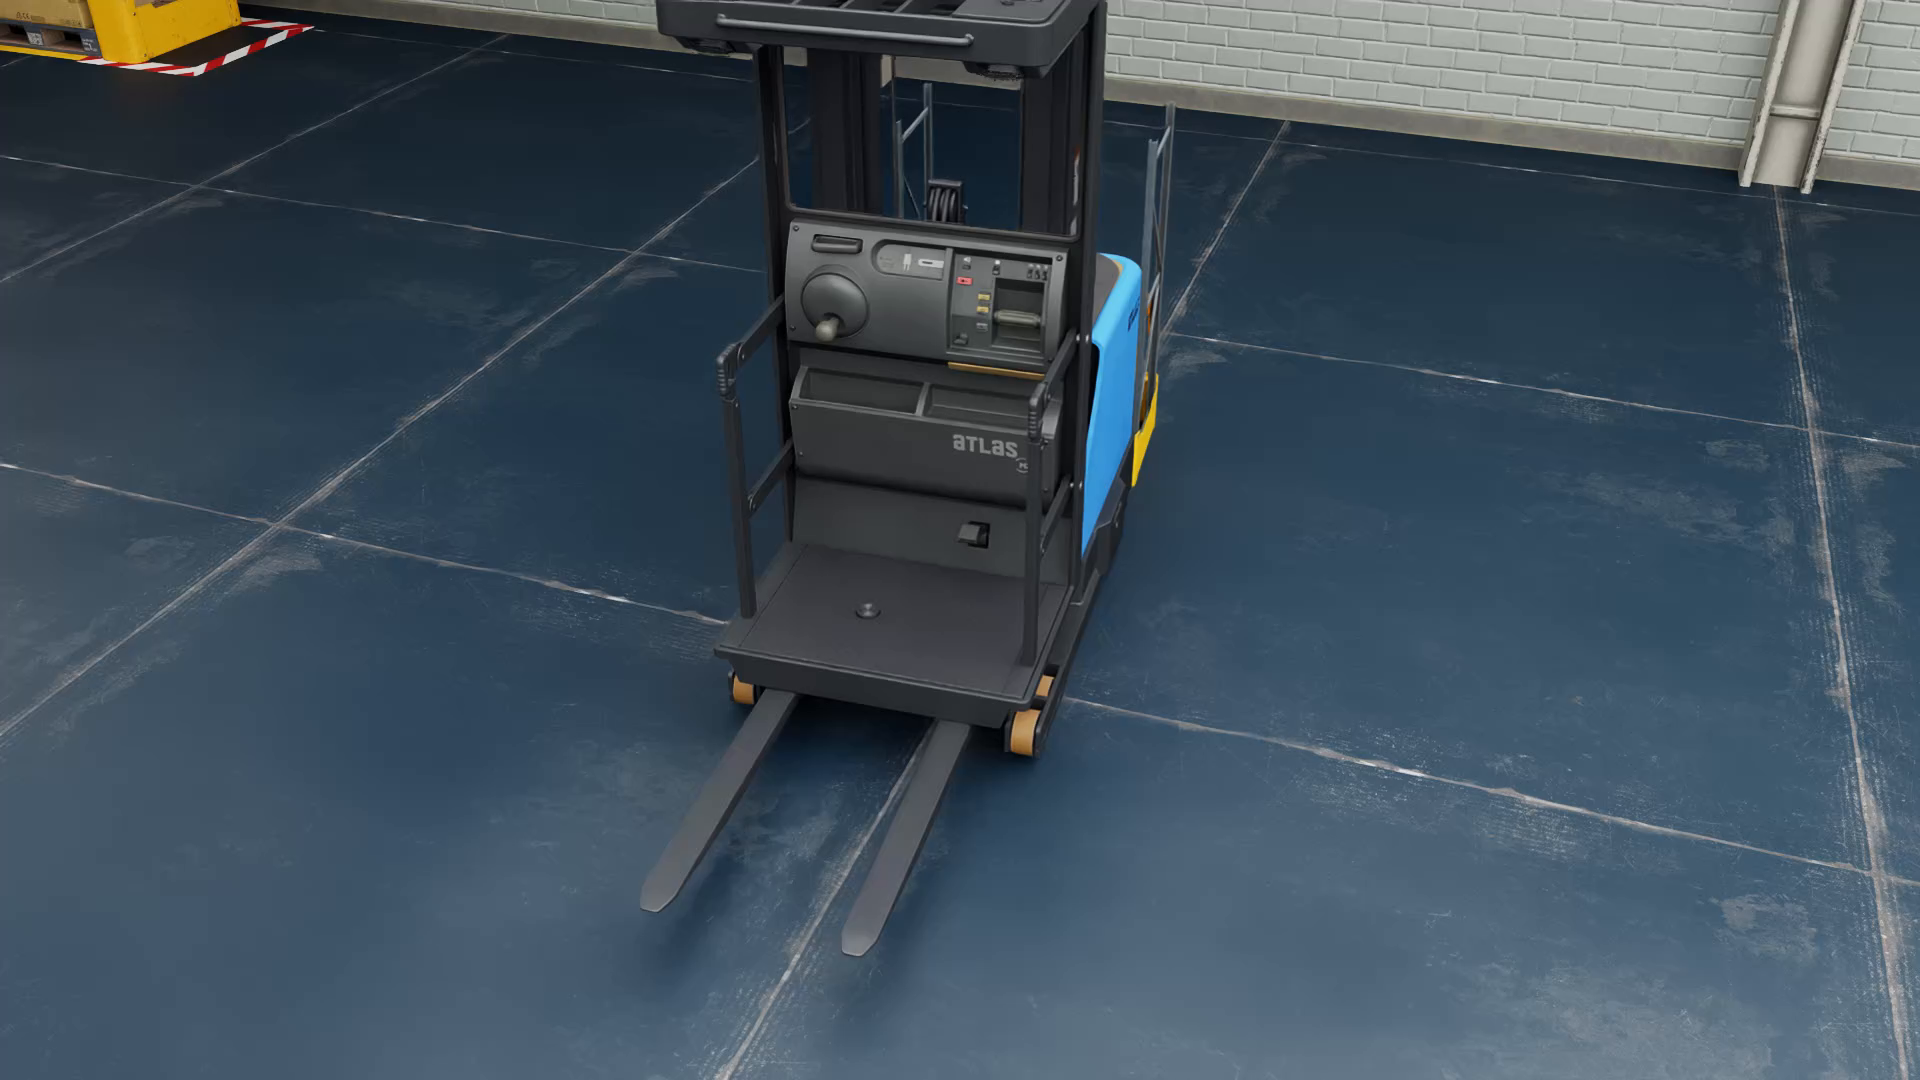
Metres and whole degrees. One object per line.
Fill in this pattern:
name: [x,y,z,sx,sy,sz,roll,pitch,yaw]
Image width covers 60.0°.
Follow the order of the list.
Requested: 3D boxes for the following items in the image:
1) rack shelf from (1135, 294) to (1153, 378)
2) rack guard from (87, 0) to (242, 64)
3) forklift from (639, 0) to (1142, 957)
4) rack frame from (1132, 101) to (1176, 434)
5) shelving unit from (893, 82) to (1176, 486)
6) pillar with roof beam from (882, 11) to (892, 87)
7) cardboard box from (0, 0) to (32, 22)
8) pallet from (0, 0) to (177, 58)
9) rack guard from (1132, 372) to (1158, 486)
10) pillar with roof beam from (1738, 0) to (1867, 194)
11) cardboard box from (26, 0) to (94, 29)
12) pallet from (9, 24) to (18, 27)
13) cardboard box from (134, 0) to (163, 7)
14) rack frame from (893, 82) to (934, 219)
rack shelf: [0.304,-0.931,7.142,1.000,0.185,0.538,8,34,12]
rack guard: [-5.961,-4.003,12.489,0.348,0.500,1.175,11,34,16]
forklift: [-0.175,-0.739,5.192,1.130,2.935,3.031,9,34,13]
rack frame: [0.796,-1.013,6.937,0.032,1.500,0.500,8,34,12]
shelving unit: [0.295,-1.084,7.046,1.083,1.500,0.587,8,34,12]
pillar with roof beam: [-2.139,-4.869,5.995,0.400,9.000,9.100,11,34,16]
cardboard box: [-6.997,-4.099,12.481,0.500,0.250,0.500,11,34,16]
pallet: [-6.717,-4.004,12.757,1.213,0.211,1.003,11,34,16]
rack guard: [0.777,-0.491,7.280,0.087,0.250,0.587,8,34,12]
pillar with roof beam: [3.509,-3.771,4.295,0.400,9.000,9.100,11,34,16]
cardboard box: [-6.532,-4.003,12.333,0.500,0.250,0.500,11,35,17]
pallet: [-7.862,-4.229,13.105,1.213,0.211,1.003,11,34,16]
cardboard box: [-6.380,-4.268,12.743,0.500,0.250,0.500,11,34,17]
rack frame: [-0.188,-1.152,7.151,0.032,1.500,0.500,8,34,12]
